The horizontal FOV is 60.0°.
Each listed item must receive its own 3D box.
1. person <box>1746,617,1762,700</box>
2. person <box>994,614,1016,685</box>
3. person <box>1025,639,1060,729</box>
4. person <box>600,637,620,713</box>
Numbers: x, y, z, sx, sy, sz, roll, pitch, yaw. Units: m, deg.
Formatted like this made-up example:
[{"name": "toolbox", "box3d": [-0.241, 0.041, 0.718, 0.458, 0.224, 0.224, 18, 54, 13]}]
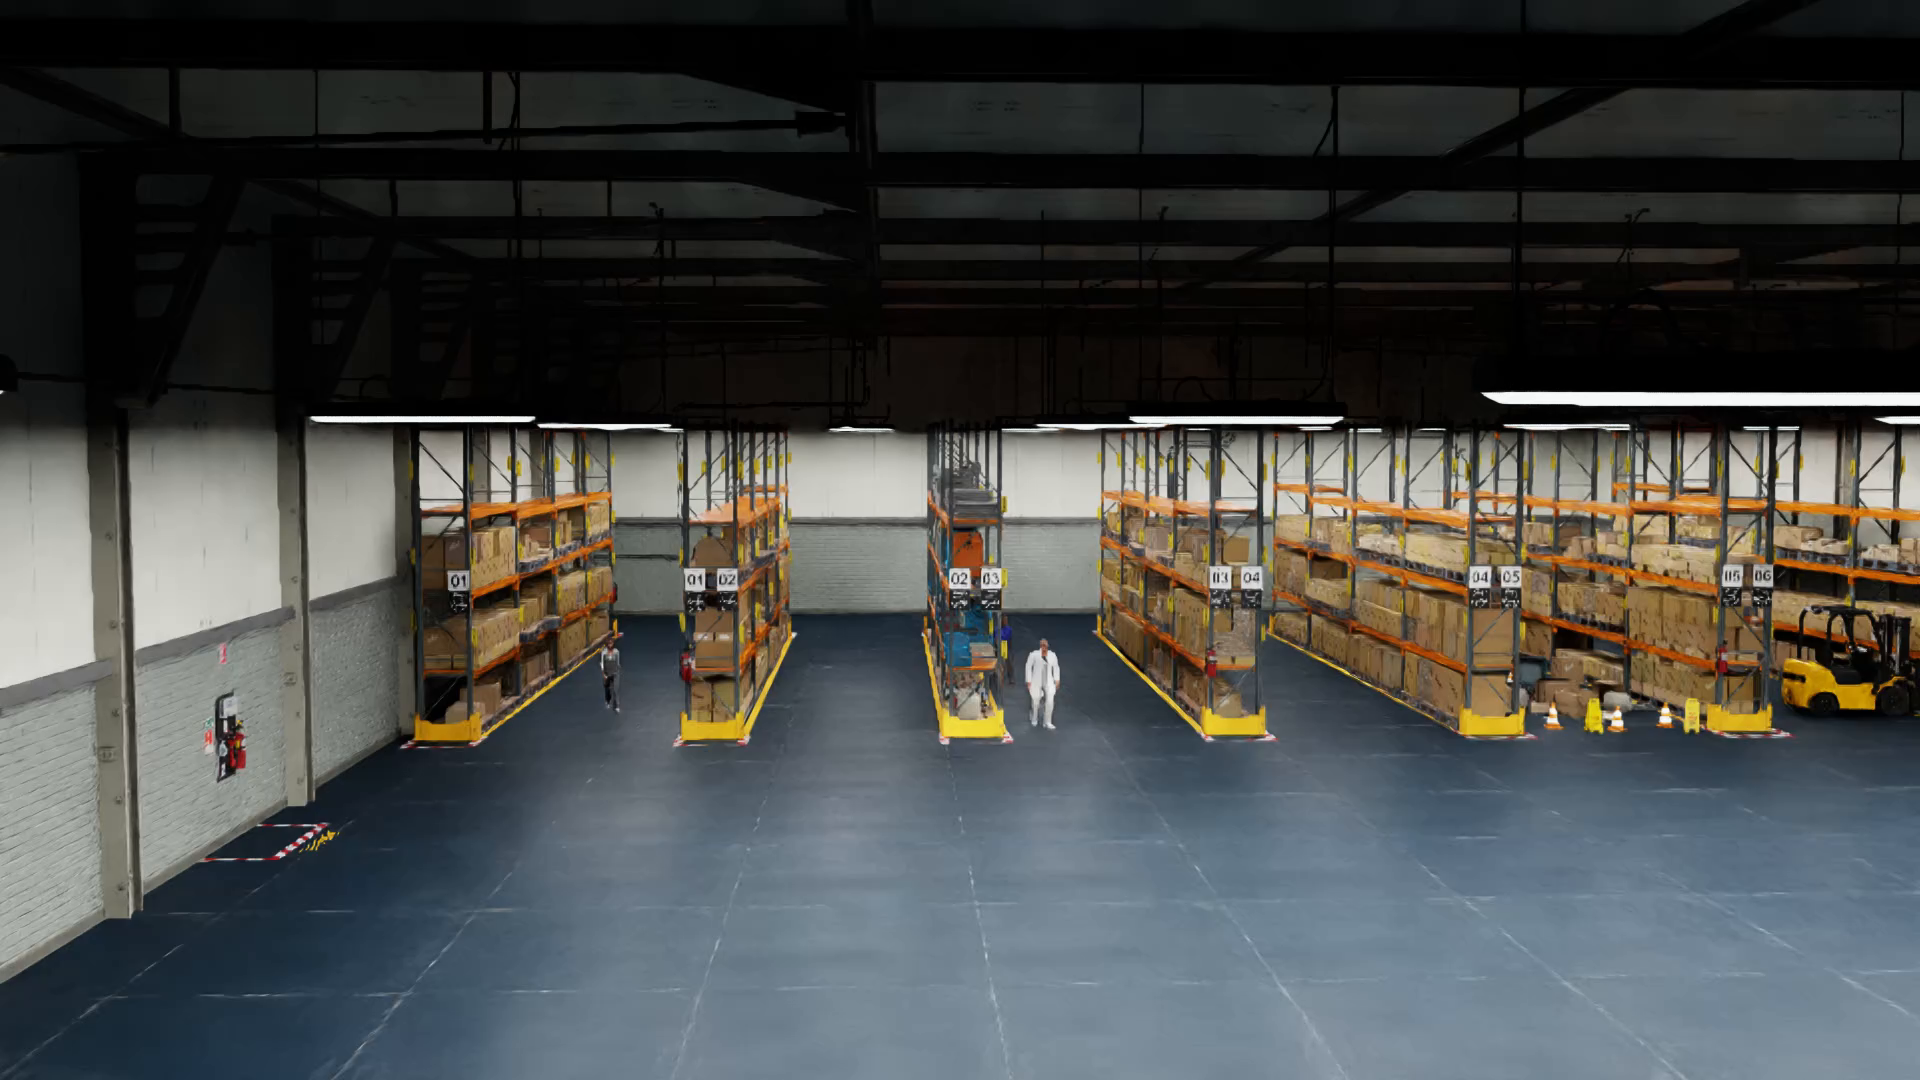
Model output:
[{"name": "person", "box3d": [16.996, 2.532, 35.716, 0.548, 1.782, 0.636, 2, 4, 27]}, {"name": "person", "box3d": [0.985, 2.492, 37.944, 0.443, 1.571, 0.996, -1, 4, -11]}, {"name": "person", "box3d": [1.595, 2.774, 32.454, 0.731, 1.748, 0.768, -1, 4, -11]}, {"name": "person", "box3d": [-7.182, 2.804, 34.161, 0.411, 1.435, 0.956, -1, 4, -11]}]
